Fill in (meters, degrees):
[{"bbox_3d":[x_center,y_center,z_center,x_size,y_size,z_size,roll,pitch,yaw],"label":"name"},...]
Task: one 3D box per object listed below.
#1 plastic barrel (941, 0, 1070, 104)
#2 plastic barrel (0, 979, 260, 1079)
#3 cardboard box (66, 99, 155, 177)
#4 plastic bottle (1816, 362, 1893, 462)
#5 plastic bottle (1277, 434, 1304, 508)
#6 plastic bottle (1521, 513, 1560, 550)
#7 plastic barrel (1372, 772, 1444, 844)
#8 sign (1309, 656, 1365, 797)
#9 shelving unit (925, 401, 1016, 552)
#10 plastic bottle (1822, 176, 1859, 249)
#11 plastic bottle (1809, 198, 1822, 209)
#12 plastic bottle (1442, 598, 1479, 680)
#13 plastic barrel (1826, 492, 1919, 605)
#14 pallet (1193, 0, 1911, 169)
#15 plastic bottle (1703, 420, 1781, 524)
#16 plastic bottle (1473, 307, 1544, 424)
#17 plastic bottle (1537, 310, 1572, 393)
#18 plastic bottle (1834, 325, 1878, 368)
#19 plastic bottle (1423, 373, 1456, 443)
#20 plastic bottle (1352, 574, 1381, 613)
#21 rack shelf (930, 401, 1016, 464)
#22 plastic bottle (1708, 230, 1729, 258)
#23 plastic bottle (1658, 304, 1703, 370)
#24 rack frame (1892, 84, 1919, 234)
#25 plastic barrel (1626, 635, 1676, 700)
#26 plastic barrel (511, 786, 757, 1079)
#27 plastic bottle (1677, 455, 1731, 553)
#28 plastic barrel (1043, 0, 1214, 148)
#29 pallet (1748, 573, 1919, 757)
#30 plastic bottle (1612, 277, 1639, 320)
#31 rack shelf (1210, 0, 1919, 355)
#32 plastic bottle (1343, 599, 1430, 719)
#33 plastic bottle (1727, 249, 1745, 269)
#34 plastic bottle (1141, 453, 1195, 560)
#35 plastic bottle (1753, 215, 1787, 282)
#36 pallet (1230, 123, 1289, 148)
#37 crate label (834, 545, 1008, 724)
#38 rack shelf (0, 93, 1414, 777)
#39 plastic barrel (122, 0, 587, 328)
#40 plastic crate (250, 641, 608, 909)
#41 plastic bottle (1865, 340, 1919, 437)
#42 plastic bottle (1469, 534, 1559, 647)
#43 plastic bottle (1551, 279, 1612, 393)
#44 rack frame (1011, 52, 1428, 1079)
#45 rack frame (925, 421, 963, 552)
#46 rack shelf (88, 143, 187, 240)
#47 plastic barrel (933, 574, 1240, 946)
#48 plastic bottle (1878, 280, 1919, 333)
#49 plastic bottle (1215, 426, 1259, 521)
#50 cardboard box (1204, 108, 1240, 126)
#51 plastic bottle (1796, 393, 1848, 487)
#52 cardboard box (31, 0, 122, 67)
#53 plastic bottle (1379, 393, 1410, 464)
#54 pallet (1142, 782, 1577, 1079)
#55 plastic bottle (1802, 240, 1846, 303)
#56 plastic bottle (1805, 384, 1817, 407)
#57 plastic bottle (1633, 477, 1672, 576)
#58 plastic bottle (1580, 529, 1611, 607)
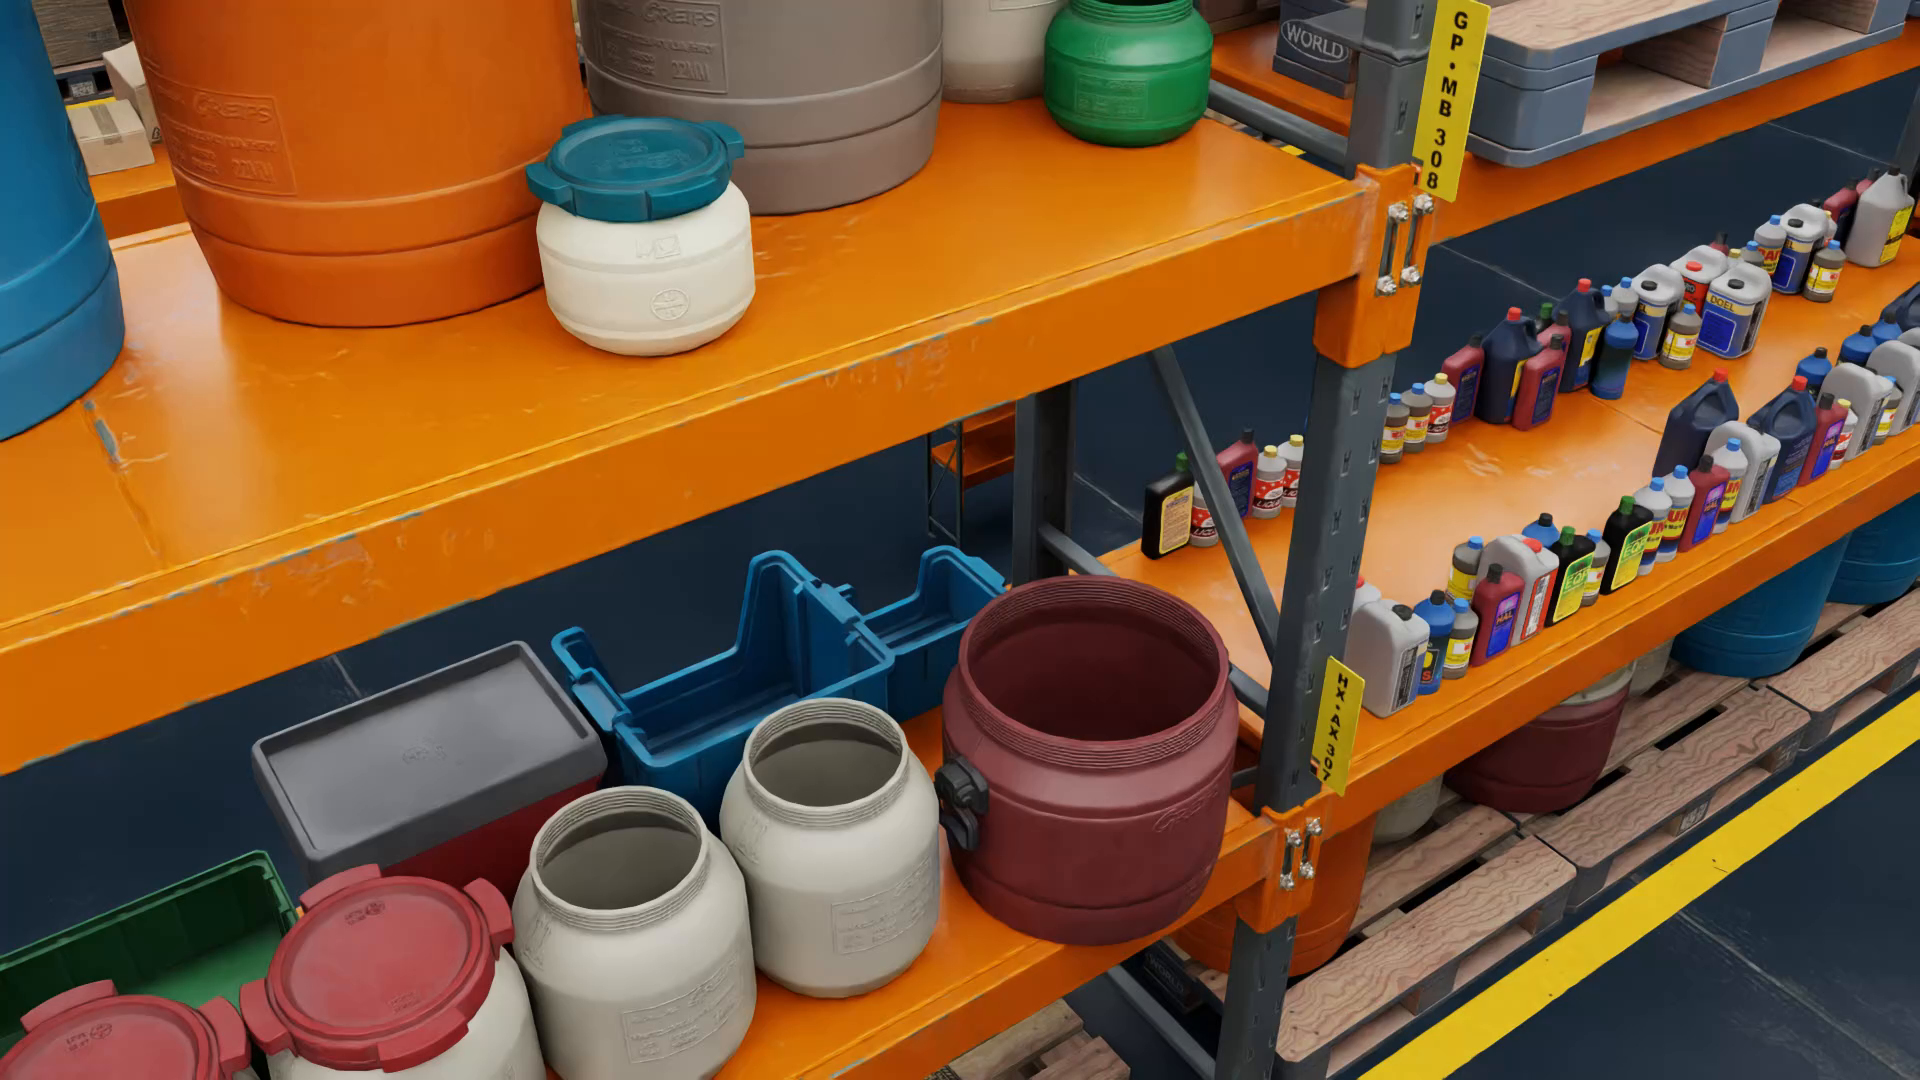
[{"bbox_3d":[0.037,-1.105,3.052,0.421,0.512,0.421,0,36,0],"label":"plastic barrel"},{"bbox_3d":[-1.294,1.026,2.637,0.433,0.535,0.433,0,36,0],"label":"plastic barrel"},{"bbox_3d":[-3.393,-1.607,6.631,0.250,0.149,0.380,-19,40,-25],"label":"cardboard box"},{"bbox_3d":[2.591,-0.392,4.833,0.135,0.276,0.152,-22,41,-28],"label":"plastic bottle"},{"bbox_3d":[0.926,-0.199,4.628,0.097,0.201,0.097,0,36,0],"label":"plastic bottle"},{"bbox_3d":[1.461,0.050,4.221,0.097,0.271,0.097,0,36,0],"label":"plastic bottle"},{"bbox_3d":[1.268,0.634,5.070,0.421,0.512,0.421,0,36,0],"label":"plastic barrel"},{"bbox_3d":[0.790,0.394,3.493,0.005,0.325,0.100,-22,41,-28],"label":"sign"},{"bbox_3d":[0.135,-0.543,6.477,0.503,1.200,0.258,-22,41,-28],"label":"shelving unit"},{"bbox_3d":[3.083,-1.133,5.857,0.133,0.283,0.061,-22,41,-28],"label":"plastic bottle"},{"bbox_3d":[2.919,-1.048,5.749,0.097,0.271,0.097,0,36,0],"label":"plastic bottle"},{"bbox_3d":[1.198,0.231,4.030,0.097,0.201,0.097,0,36,0],"label":"plastic bottle"},{"bbox_3d":[3.283,-0.289,6.020,0.708,0.901,0.600,-22,41,-28],"label":"plastic barrel"},{"bbox_3d":[1.149,-1.152,3.375,1.213,0.211,1.003,-22,41,-28],"label":"pallet"},{"bbox_3d":[2.141,-0.207,4.576,0.135,0.276,0.152,-22,41,-28],"label":"plastic bottle"},{"bbox_3d":[1.641,-0.538,4.971,0.185,0.351,0.144,-22,41,-28],"label":"plastic bottle"},{"bbox_3d":[1.782,-0.555,5.052,0.133,0.283,0.061,-22,41,-28],"label":"plastic bottle"},{"bbox_3d":[2.693,-0.522,5.017,0.097,0.271,0.097,0,36,0],"label":"plastic bottle"},{"bbox_3d":[1.403,-0.396,4.902,0.097,0.201,0.097,0,36,0],"label":"plastic bottle"},{"bbox_3d":[0.920,0.187,4.028,0.135,0.276,0.152,-22,41,-28],"label":"plastic bottle"},{"bbox_3d":[0.135,-0.488,6.516,0.480,0.148,0.258,-22,41,-28],"label":"rack shelf"},{"bbox_3d":[2.466,-0.880,5.504,0.133,0.283,0.061,-22,41,-28],"label":"plastic bottle"},{"bbox_3d":[2.280,-0.648,5.252,0.097,0.201,0.097,0,36,0],"label":"plastic bottle"},{"bbox_3d":[3.737,-1.145,5.774,0.127,3.000,1.000,-22,41,-28],"label":"rack frame"},{"bbox_3d":[2.191,0.254,5.598,0.421,0.512,0.421,0,36,0],"label":"plastic barrel"},{"bbox_3d":[-0.594,0.744,3.050,0.421,0.512,0.421,0,36,0],"label":"plastic barrel"},{"bbox_3d":[1.978,-0.111,4.435,0.133,0.283,0.061,-22,41,-28],"label":"plastic bottle"},{"bbox_3d":[0.295,-0.847,2.923,0.294,0.245,0.294,0,36,0],"label":"plastic barrel"},{"bbox_3d":[3.083,0.226,6.255,1.213,0.211,1.003,-22,41,-28],"label":"pallet"},{"bbox_3d":[2.083,-0.704,5.270,0.097,0.271,0.097,0,36,0],"label":"plastic bottle"},{"bbox_3d":[2.103,-1.398,4.172,4.000,0.370,1.077,-22,41,-28],"label":"rack shelf"},{"bbox_3d":[1.008,0.259,3.927,0.135,0.276,0.152,-22,41,-28],"label":"plastic bottle"},{"bbox_3d":[2.571,-0.876,5.570,0.097,0.201,0.097,0,36,0],"label":"plastic bottle"},{"bbox_3d":[0.553,-0.092,4.409,0.133,0.283,0.061,-22,41,-28],"label":"plastic bottle"},{"bbox_3d":[2.730,-0.970,5.640,0.097,0.271,0.097,0,36,0],"label":"plastic bottle"},{"bbox_3d":[1.449,-2.609,10.197,1.213,0.211,1.003,-22,41,-28],"label":"pallet"},{"bbox_3d":[-0.093,0.231,4.003,0.416,0.233,0.303,-22,41,-28],"label":"crate label"},{"bbox_3d":[-1.167,-0.053,2.302,4.000,0.370,1.077,-22,41,-28],"label":"rack shelf"},{"bbox_3d":[-0.863,-0.799,2.356,0.708,0.830,0.600,-22,41,-28],"label":"plastic barrel"},{"bbox_3d":[-1.029,0.572,3.331,0.583,0.464,0.402,-22,41,-28],"label":"plastic crate"},{"bbox_3d":[2.781,-0.470,4.941,0.135,0.276,0.152,-22,41,-28],"label":"plastic bottle"},{"bbox_3d":[1.386,0.104,4.143,0.135,0.276,0.152,-22,41,-28],"label":"plastic bottle"},{"bbox_3d":[1.901,-0.645,5.120,0.185,0.351,0.144,-22,41,-28],"label":"plastic bottle"},{"bbox_3d":[0.468,0.200,3.903,0.127,3.000,1.000,-22,41,-28],"label":"rack frame"},{"bbox_3d":[-0.064,-0.461,6.363,0.015,1.200,0.240,-22,41,-28],"label":"rack frame"},{"bbox_3d":[-4.017,-1.200,6.466,4.000,0.370,1.077,-22,41,-28],"label":"rack shelf"},{"bbox_3d":[0.263,0.446,3.445,0.708,0.536,0.600,-22,41,-28],"label":"plastic barrel"},{"bbox_3d":[2.940,-0.667,5.150,0.185,0.351,0.144,-22,41,-28],"label":"plastic bottle"},{"bbox_3d":[0.741,-0.170,4.517,0.133,0.283,0.061,-22,41,-28],"label":"plastic bottle"},{"bbox_3d":[1.355,-2.636,9.772,0.500,0.311,0.500,-22,41,-28],"label":"cardboard box"},{"bbox_3d":[2.428,-0.296,4.692,0.133,0.283,0.061,-22,41,-28],"label":"plastic bottle"},{"bbox_3d":[-5.798,-3.425,10.707,0.500,0.500,0.700,-22,41,-27],"label":"cardboard box"},{"bbox_3d":[1.244,-0.330,4.811,0.097,0.201,0.097,0,36,0],"label":"plastic bottle"},{"bbox_3d":[1.088,1.047,5.113,1.213,0.211,1.003,-22,41,-28],"label":"pallet"},{"bbox_3d":[2.927,-0.915,5.623,0.097,0.201,0.097,0,36,0],"label":"plastic bottle"},{"bbox_3d":[2.368,-0.323,4.740,0.097,0.271,0.097,0,36,0],"label":"plastic bottle"},{"bbox_3d":[1.794,-0.043,4.351,0.097,0.271,0.097,0,36,0],"label":"plastic bottle"},{"bbox_3d":[1.605,0.063,4.264,0.097,0.201,0.097,0,36,0],"label":"plastic bottle"}]
